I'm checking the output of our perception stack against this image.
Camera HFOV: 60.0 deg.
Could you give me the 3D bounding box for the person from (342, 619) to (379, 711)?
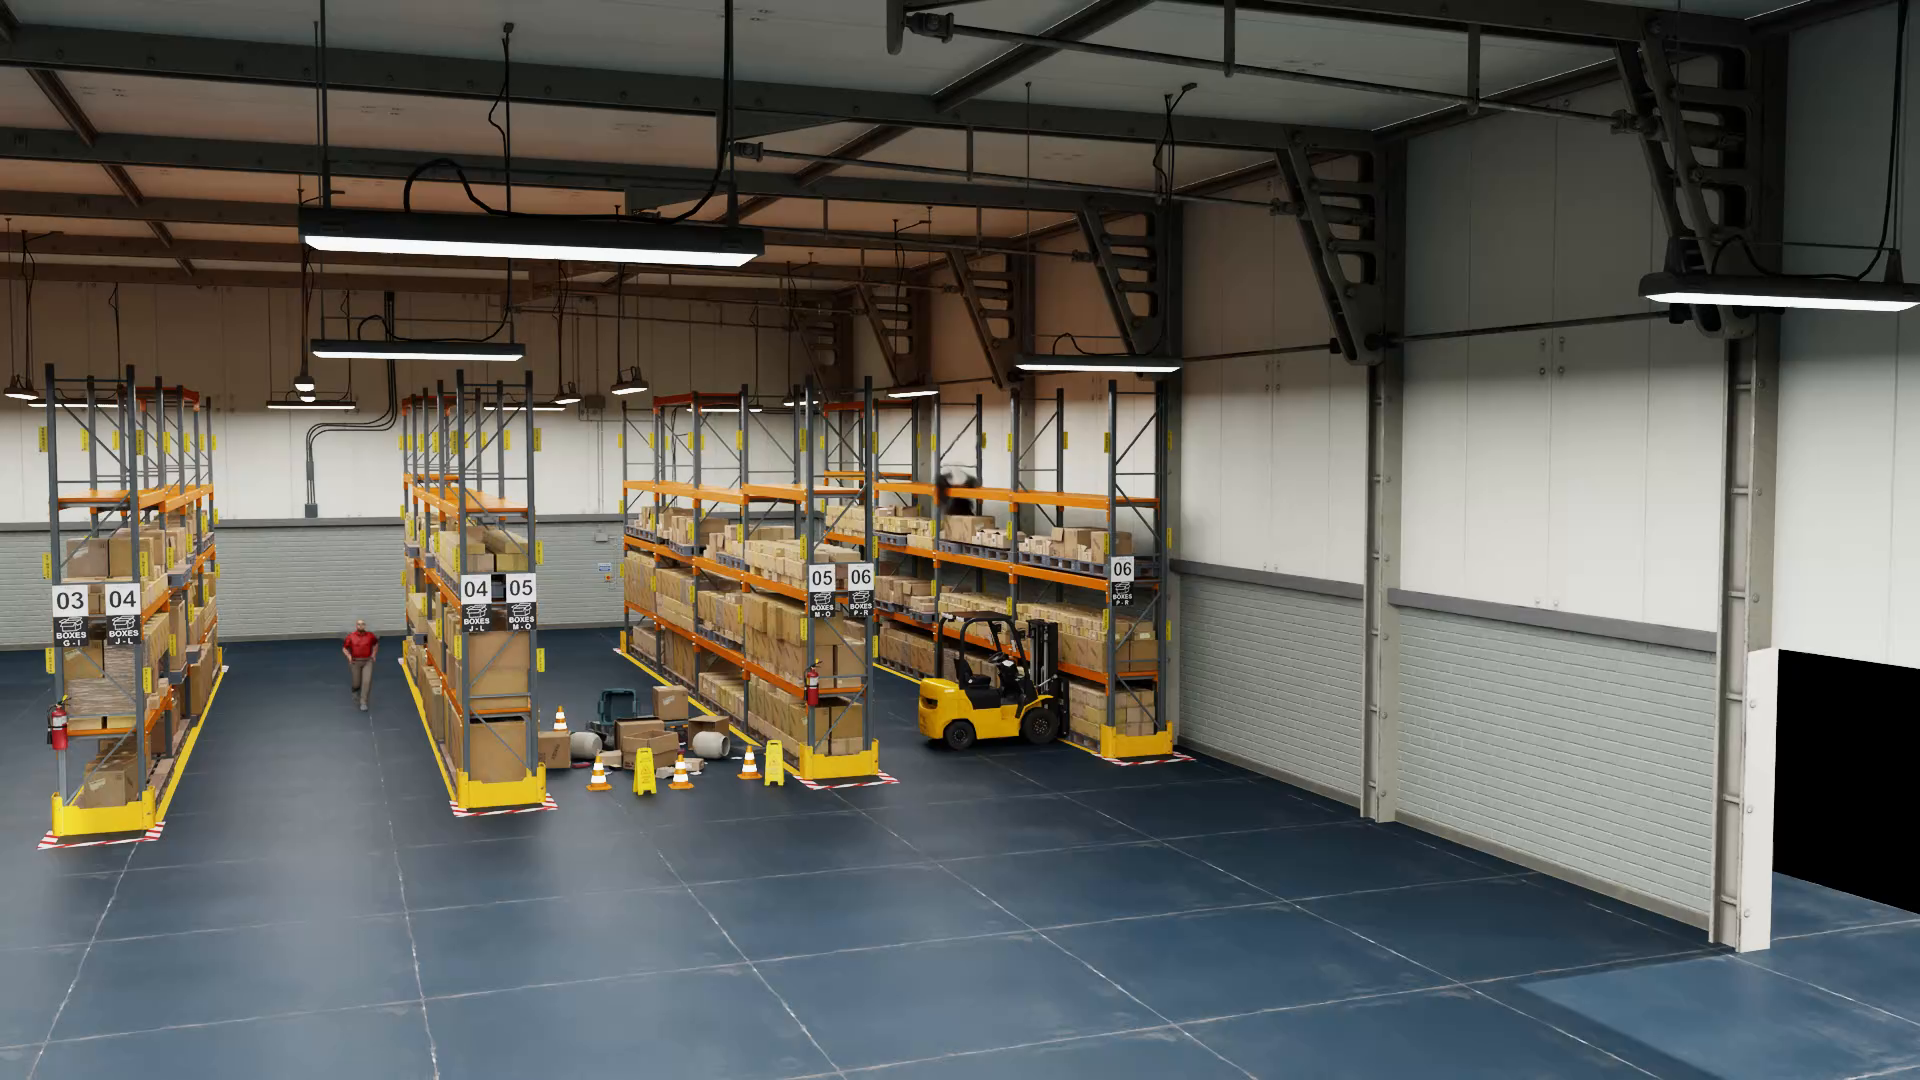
[{"bbox_3d":[-11.255,2.333,31.278,0.662,1.696,0.784,-2,4,-26],"label":"person"}]
